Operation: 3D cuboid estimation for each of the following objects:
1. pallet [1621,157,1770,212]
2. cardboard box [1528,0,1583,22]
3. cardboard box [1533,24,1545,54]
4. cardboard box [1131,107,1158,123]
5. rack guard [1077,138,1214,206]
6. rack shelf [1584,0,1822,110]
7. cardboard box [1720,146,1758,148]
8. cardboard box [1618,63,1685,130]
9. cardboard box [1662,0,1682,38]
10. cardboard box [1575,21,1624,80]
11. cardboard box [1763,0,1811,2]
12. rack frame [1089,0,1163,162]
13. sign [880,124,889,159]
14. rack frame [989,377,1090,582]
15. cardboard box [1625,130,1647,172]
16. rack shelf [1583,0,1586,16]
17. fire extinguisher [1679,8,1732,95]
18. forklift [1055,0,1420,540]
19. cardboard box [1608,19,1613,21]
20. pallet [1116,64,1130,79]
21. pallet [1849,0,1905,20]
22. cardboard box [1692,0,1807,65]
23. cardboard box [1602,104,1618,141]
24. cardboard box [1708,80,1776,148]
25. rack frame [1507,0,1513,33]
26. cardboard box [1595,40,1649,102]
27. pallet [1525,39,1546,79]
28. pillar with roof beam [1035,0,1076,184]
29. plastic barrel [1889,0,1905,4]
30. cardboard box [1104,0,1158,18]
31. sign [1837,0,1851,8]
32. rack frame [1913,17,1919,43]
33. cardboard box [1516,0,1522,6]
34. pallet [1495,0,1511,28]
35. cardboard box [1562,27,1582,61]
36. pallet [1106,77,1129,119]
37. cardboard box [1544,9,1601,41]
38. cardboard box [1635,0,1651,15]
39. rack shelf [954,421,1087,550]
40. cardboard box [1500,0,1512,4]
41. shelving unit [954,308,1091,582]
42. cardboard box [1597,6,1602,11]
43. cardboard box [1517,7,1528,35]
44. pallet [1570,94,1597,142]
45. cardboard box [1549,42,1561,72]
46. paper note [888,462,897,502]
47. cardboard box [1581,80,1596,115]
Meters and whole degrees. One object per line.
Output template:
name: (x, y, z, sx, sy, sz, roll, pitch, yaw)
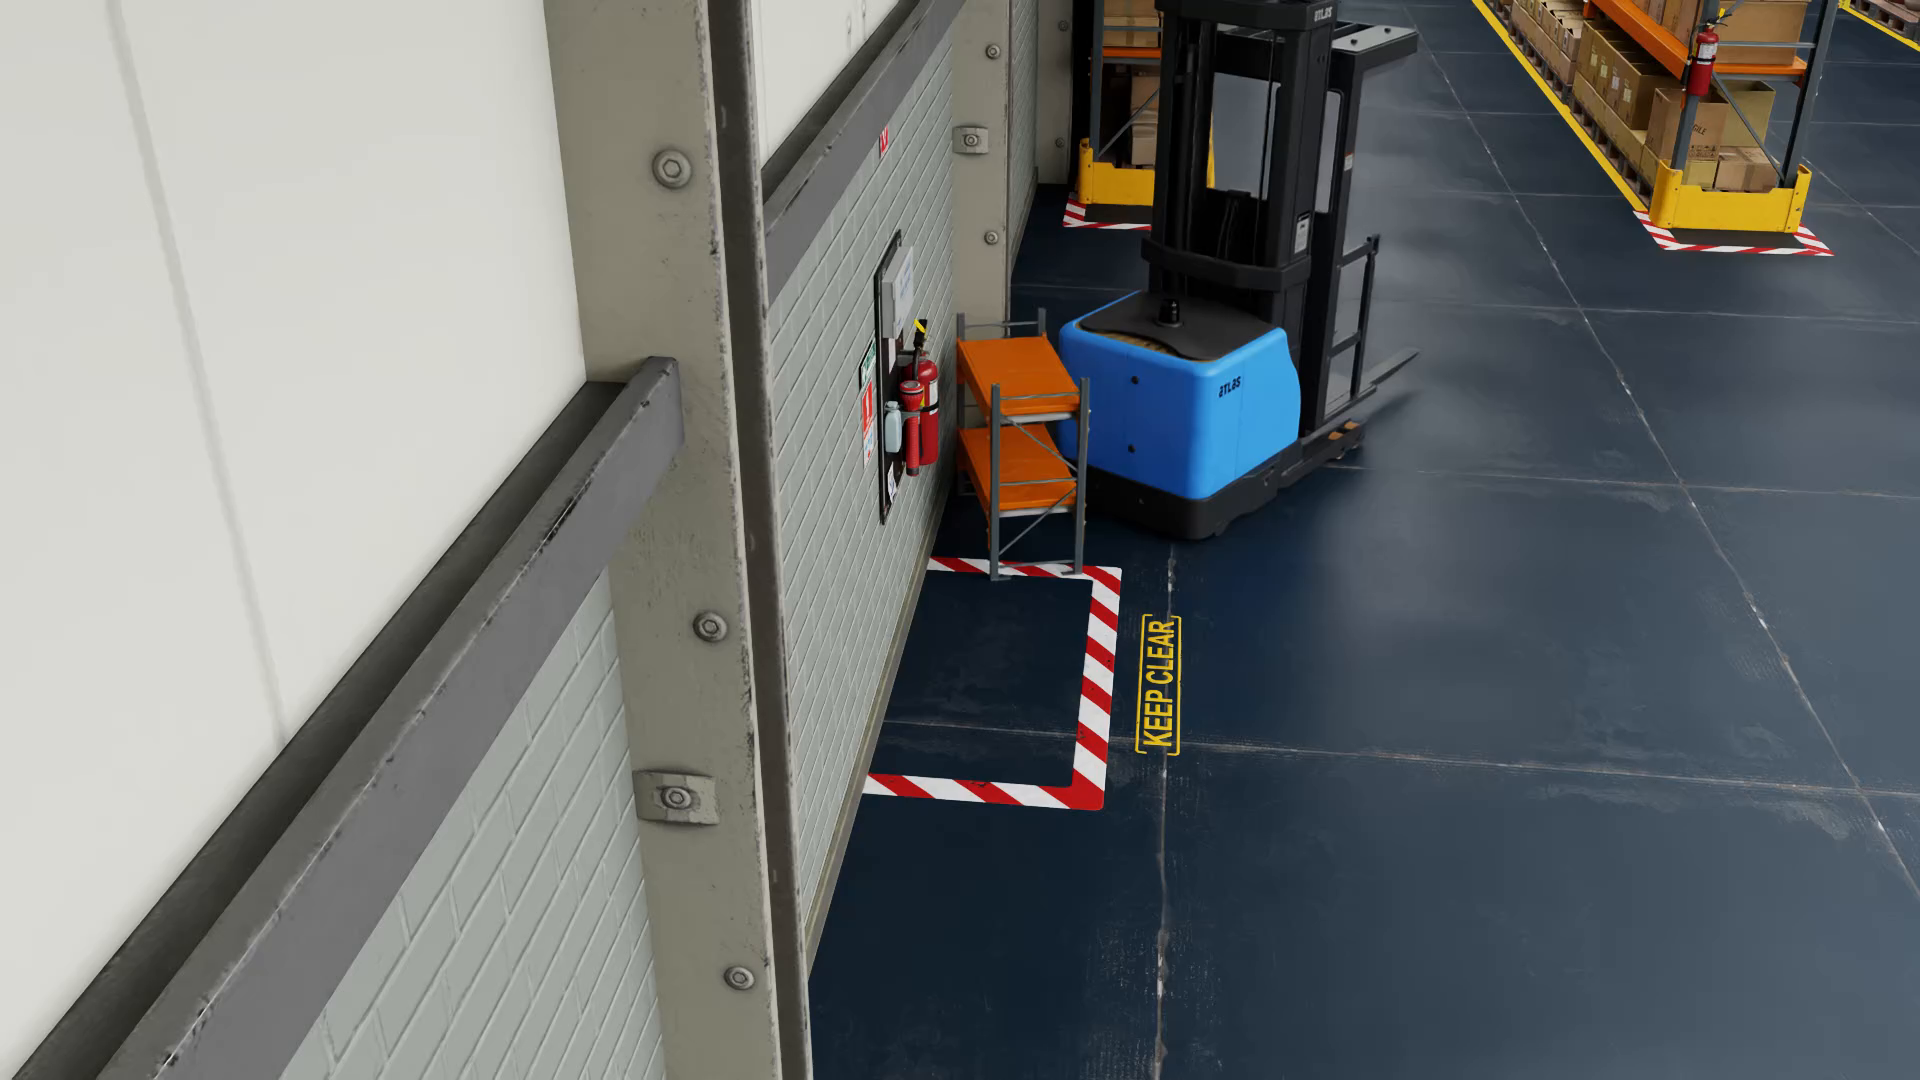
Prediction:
pallet: (6.603, -3.181, 14.931, 1.003, 0.211, 1.213, 3, 28, 6)
cardboard box: (7.055, -6.316, 19.676, 0.500, 0.311, 0.500, 3, 28, 5)
cardboard box: (6.994, -5.833, 19.372, 0.500, 0.250, 0.500, 4, 29, 7)
cardboard box: (1.878, -3.931, 15.755, 0.500, 0.311, 0.500, 6, 29, 10)
rack guard: (1.644, -3.267, 14.788, 1.175, 0.500, 0.348, 3, 28, 6)
rack shelf: (6.796, -4.671, 15.515, 1.077, 0.370, 4.000, 3, 28, 6)
cardboard box: (6.895, -3.495, 15.032, 0.500, 0.250, 0.500, 3, 28, 6)
cardboard box: (6.429, -4.092, 15.348, 0.500, 0.500, 0.500, 3, 28, 6)
cardboard box: (6.747, -4.790, 14.873, 0.700, 0.500, 0.500, 4, 29, 7)
cardboard box: (6.674, -5.033, 17.096, 0.500, 0.500, 0.500, 3, 28, 6)
cardboard box: (6.813, -4.548, 13.739, 0.380, 0.149, 0.250, 3, 28, 6)
rack frame: (1.634, -4.332, 14.128, 1.000, 3.000, 0.127, 3, 28, 6)
sign: (-0.314, -1.749, 6.890, 0.001, 0.298, 0.199, 3, 28, 6)
rack frame: (0.404, -0.300, 8.621, 0.500, 1.125, 0.032, -5, 29, -9)
cardboard box: (6.373, -3.526, 15.089, 0.500, 0.250, 0.500, 3, 28, 6)
rack shelf: (7.286, -6.554, 19.010, 1.077, 0.370, 4.000, 3, 28, 6)
fire extinguisher: (6.076, -3.983, 13.563, 0.296, 0.674, 0.183, 3, 28, 6)
forklift: (1.859, -1.919, 9.722, 1.130, 2.935, 3.031, 21, 35, 34)
cardboard box: (7.406, -5.565, 18.283, 0.500, 0.311, 0.500, 3, 28, 6)
pallet: (2.218, -5.354, 18.965, 1.003, 0.211, 1.213, 3, 28, 6)
pallet: (12.654, -7.241, 22.467, 1.003, 0.211, 1.213, 3, 28, 6)
cardboard box: (6.621, -4.309, 13.980, 0.700, 0.500, 0.500, 3, 28, 6)
cardboard box: (6.495, -3.997, 15.962, 0.500, 0.250, 0.500, 3, 28, 6)
cardboard box: (6.897, -3.825, 14.854, 0.500, 0.500, 0.500, 3, 28, 6)
rack frame: (7.531, -7.812, 20.587, 1.000, 3.000, 0.127, 3, 28, 6)
cardboard box: (6.551, -4.562, 16.222, 0.500, 0.500, 0.500, 3, 28, 6)
pallet: (7.240, -5.626, 19.471, 1.003, 0.211, 1.213, 3, 28, 6)
pillar with roof beam: (5.134, -7.103, 12.946, 9.100, 9.000, 0.400, 3, 28, 6)
plastic barrel: (12.628, -7.408, 21.938, 0.600, 0.588, 0.708, 3, 28, 6)
cardboard box: (1.481, -4.839, 14.416, 0.500, 0.500, 0.500, 3, 28, 6)
sign: (7.101, -4.427, 13.308, 0.100, 0.325, 0.005, 3, 28, 6)
rack frame: (12.447, -7.522, 20.050, 1.000, 3.000, 0.127, 3, 28, 6)
cardboard box: (7.176, -6.803, 20.581, 0.500, 0.311, 0.500, 4, 29, 8)
pallet: (7.660, -6.933, 21.897, 1.003, 0.211, 1.213, 3, 28, 6)
cardboard box: (6.806, -5.357, 17.897, 0.500, 0.311, 0.500, 3, 28, 6)
pallet: (2.077, -4.669, 17.694, 1.003, 0.211, 1.213, 3, 28, 6)
cardboard box: (6.927, -5.837, 18.788, 0.500, 0.311, 0.500, 3, 28, 6)
cardboard box: (6.870, -5.279, 15.781, 0.700, 0.500, 0.500, 4, 29, 7)
rack shelf: (0.317, -0.322, 9.177, 0.538, 0.278, 1.000, -5, 29, -9)
cardboard box: (7.413, -7.359, 21.918, 0.500, 0.500, 0.500, 4, 29, 8)
shelving unit: (0.317, -0.537, 9.061, 0.538, 1.125, 1.048, -5, 29, -9)
cardboard box: (7.526, -6.054, 19.189, 0.500, 0.311, 0.500, 4, 29, 8)
cardboard box: (7.115, -6.320, 20.275, 0.500, 0.250, 0.500, 3, 28, 5)
pallet: (6.902, -4.329, 17.063, 1.003, 0.211, 1.213, 3, 28, 6)
cardboard box: (6.868, -5.353, 18.480, 0.500, 0.250, 0.500, 3, 28, 5)
paper note: (-0.304, -0.259, 7.498, 0.016, 0.148, 0.142, 3, 28, 6)
cardboard box: (6.617, -4.467, 16.836, 0.500, 0.250, 0.500, 3, 28, 6)
